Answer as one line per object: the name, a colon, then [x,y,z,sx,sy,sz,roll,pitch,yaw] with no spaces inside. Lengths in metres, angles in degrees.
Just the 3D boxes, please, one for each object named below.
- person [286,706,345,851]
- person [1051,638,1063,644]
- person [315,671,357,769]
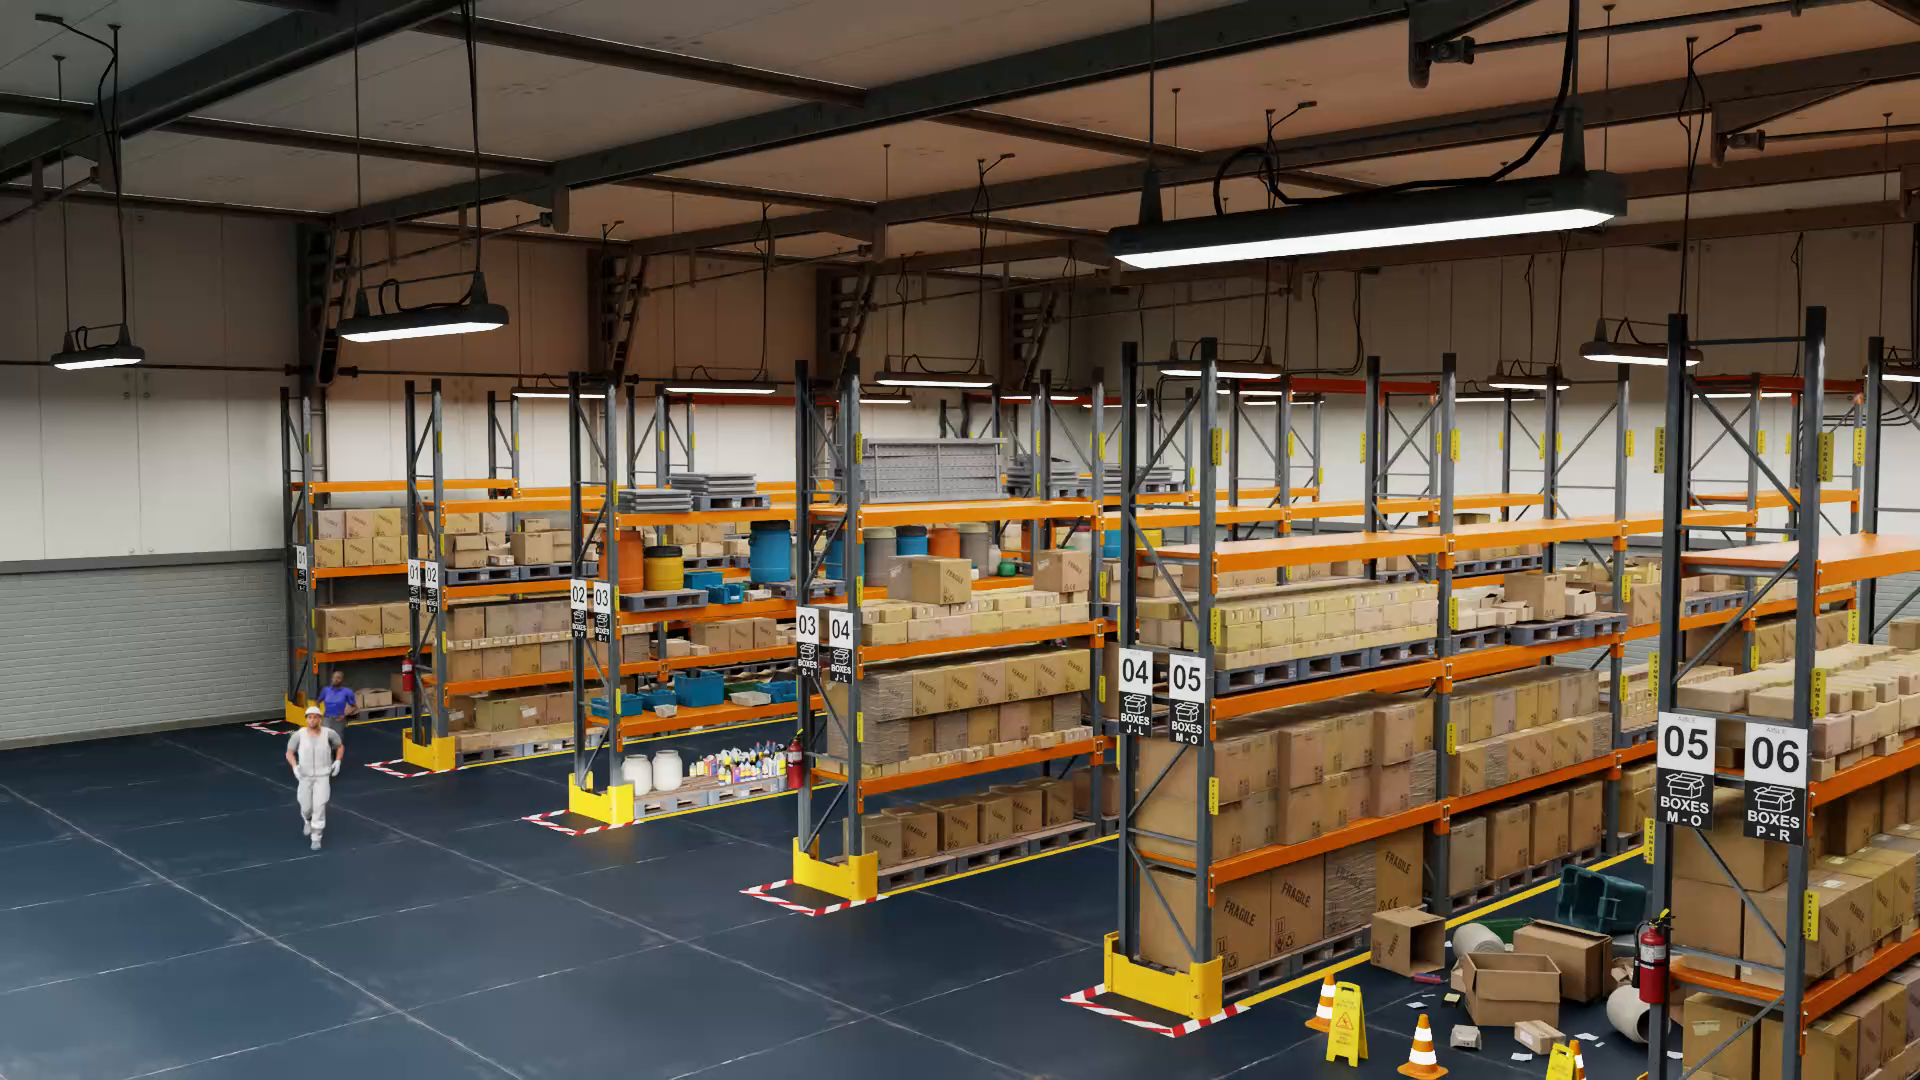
person: [-8.082,2.956,20.870,0.683,1.771,0.717,-1,4,-19]
person: [1.994,1.903,32.969,0.693,1.808,0.926,3,5,42]
person: [-9.431,2.777,25.140,0.616,1.602,0.681,0,4,-7]
